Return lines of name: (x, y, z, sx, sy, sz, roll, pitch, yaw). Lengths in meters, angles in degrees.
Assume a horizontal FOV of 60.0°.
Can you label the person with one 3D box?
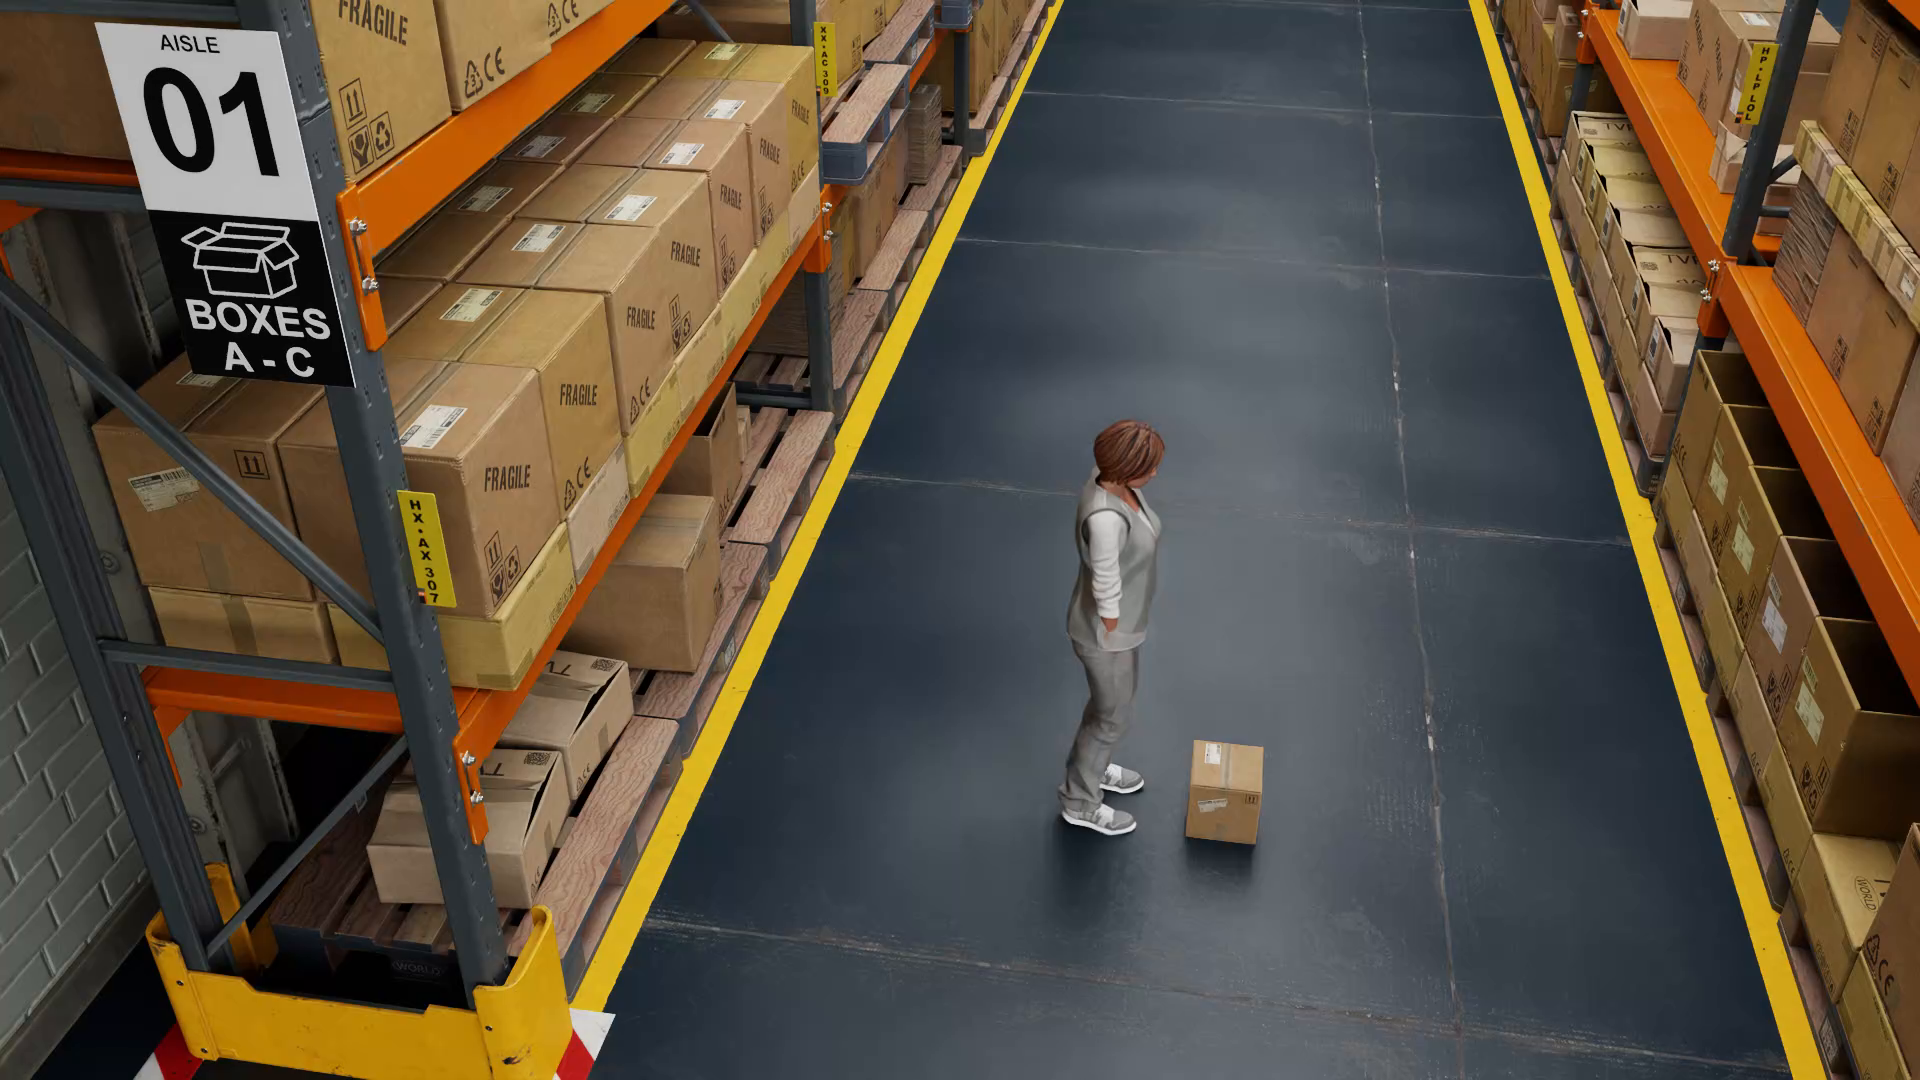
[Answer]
person: (0.518, 0.294, 5.717, 0.303, 1.582, 0.408, 6, 33, 9)
